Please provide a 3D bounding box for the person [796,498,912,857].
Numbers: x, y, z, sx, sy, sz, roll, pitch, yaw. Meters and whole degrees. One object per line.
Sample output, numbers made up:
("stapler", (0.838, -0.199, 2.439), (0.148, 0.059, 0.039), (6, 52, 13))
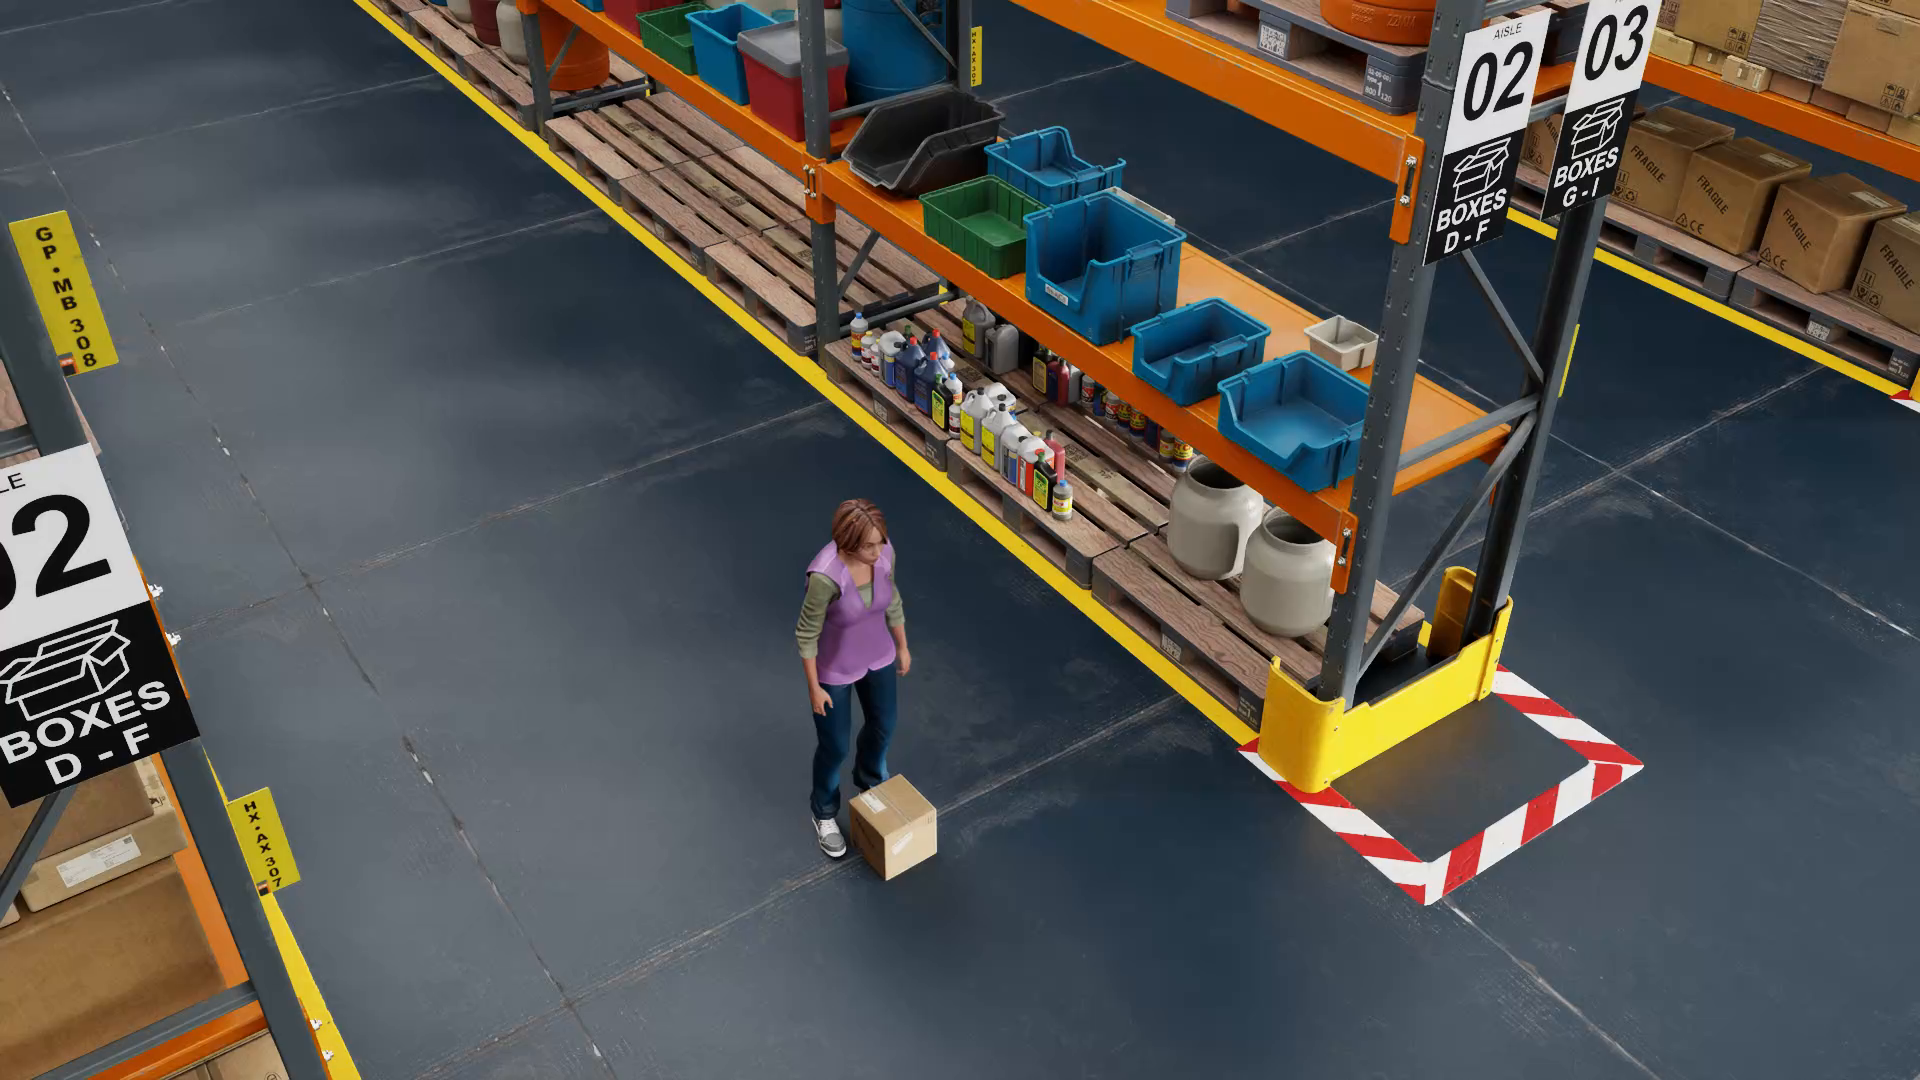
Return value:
("person", (-0.406, 0.488, 6.356), (0.483, 1.594, 0.340), (-25, 43, -29))
